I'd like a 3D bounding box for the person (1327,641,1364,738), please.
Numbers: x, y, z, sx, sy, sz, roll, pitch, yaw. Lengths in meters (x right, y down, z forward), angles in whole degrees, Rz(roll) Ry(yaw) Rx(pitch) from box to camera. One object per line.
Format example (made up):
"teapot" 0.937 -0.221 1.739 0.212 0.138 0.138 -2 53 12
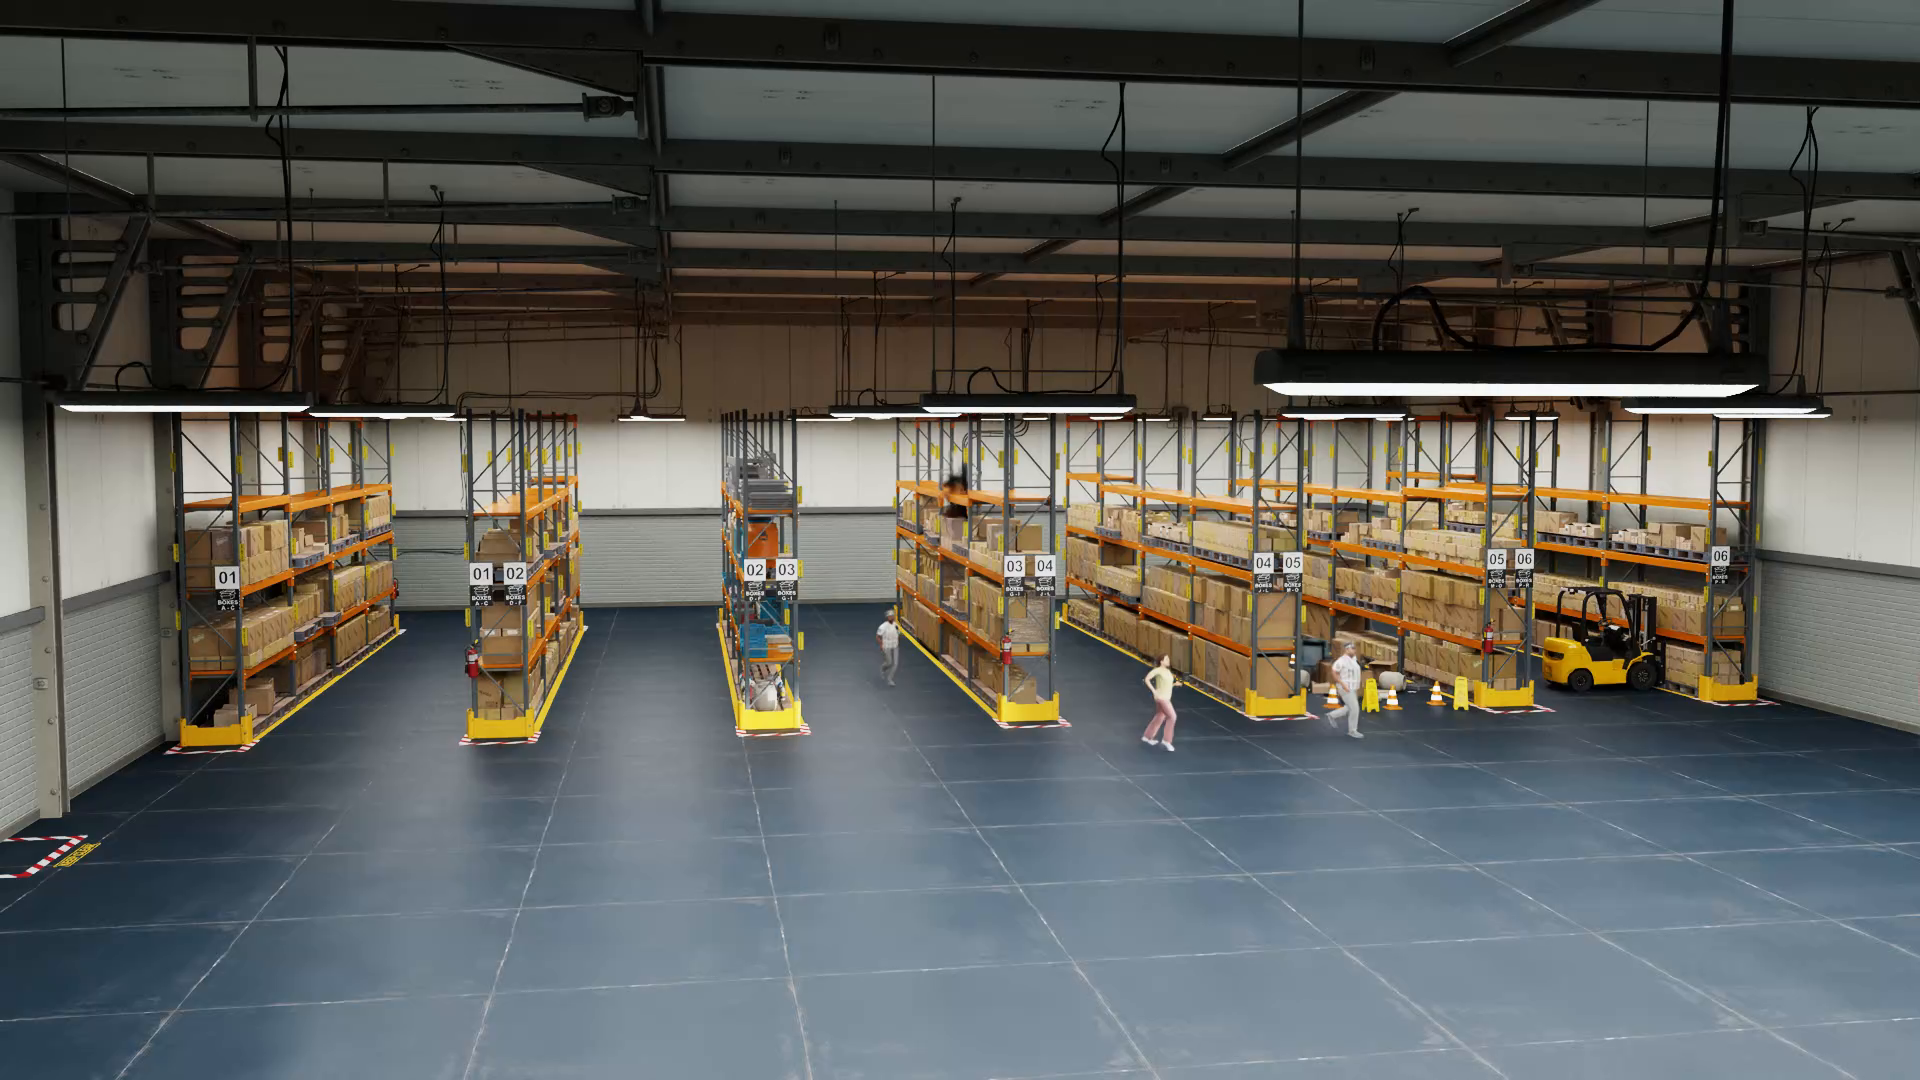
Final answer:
"person" 7.112 2.721 30.630 0.791 1.771 0.680 3 5 39

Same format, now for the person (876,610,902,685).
"person" -1.525 2.358 36.481 0.575 1.657 0.559 -2 4 -25

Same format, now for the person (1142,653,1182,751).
"person" 3.554 2.848 29.338 0.733 1.724 0.558 2 4 27
